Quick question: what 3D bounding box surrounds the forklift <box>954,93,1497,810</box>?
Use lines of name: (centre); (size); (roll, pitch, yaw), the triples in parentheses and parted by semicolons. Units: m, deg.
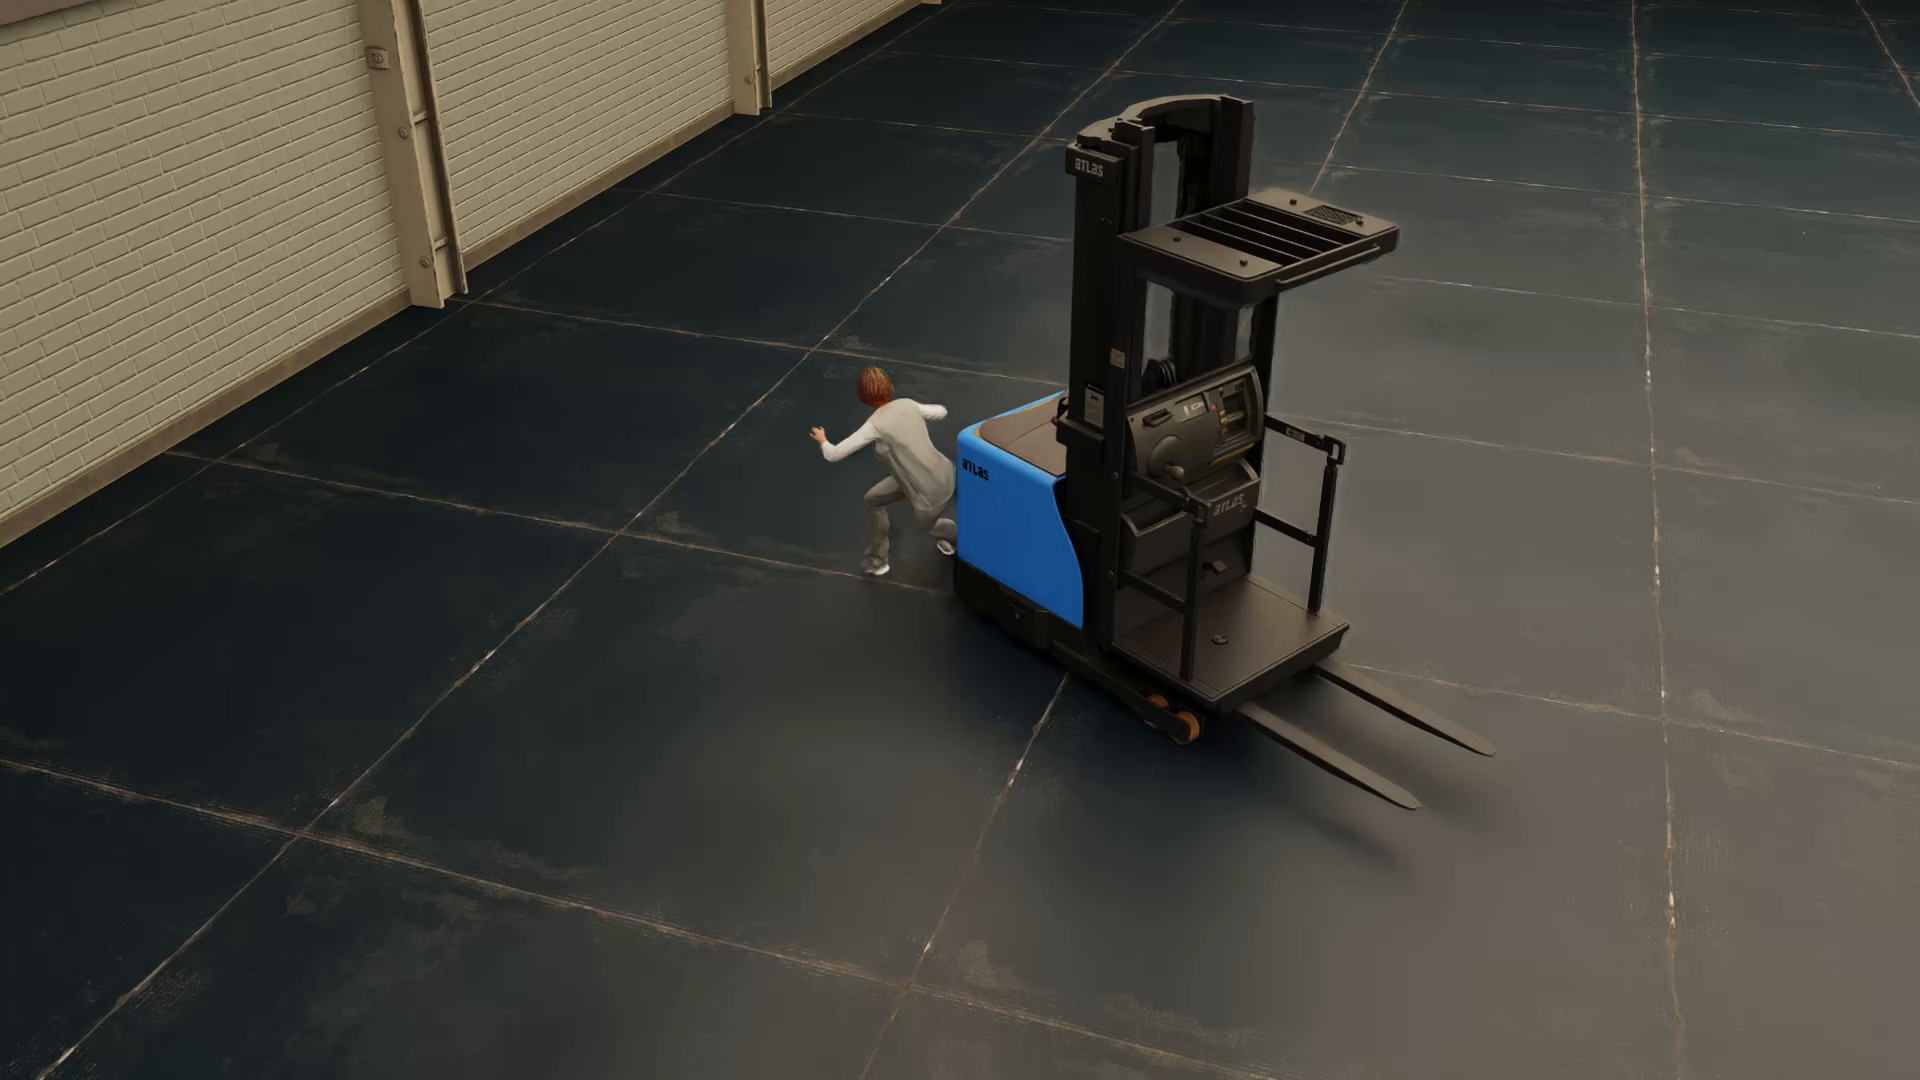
forklift: (1.310, -0.536, 8.077); (1.130, 2.935, 3.031); (-23, 37, -35)

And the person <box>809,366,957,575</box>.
person: (-0.387, -0.394, 9.394); (0.868, 1.352, 0.846); (8, 31, 13)
